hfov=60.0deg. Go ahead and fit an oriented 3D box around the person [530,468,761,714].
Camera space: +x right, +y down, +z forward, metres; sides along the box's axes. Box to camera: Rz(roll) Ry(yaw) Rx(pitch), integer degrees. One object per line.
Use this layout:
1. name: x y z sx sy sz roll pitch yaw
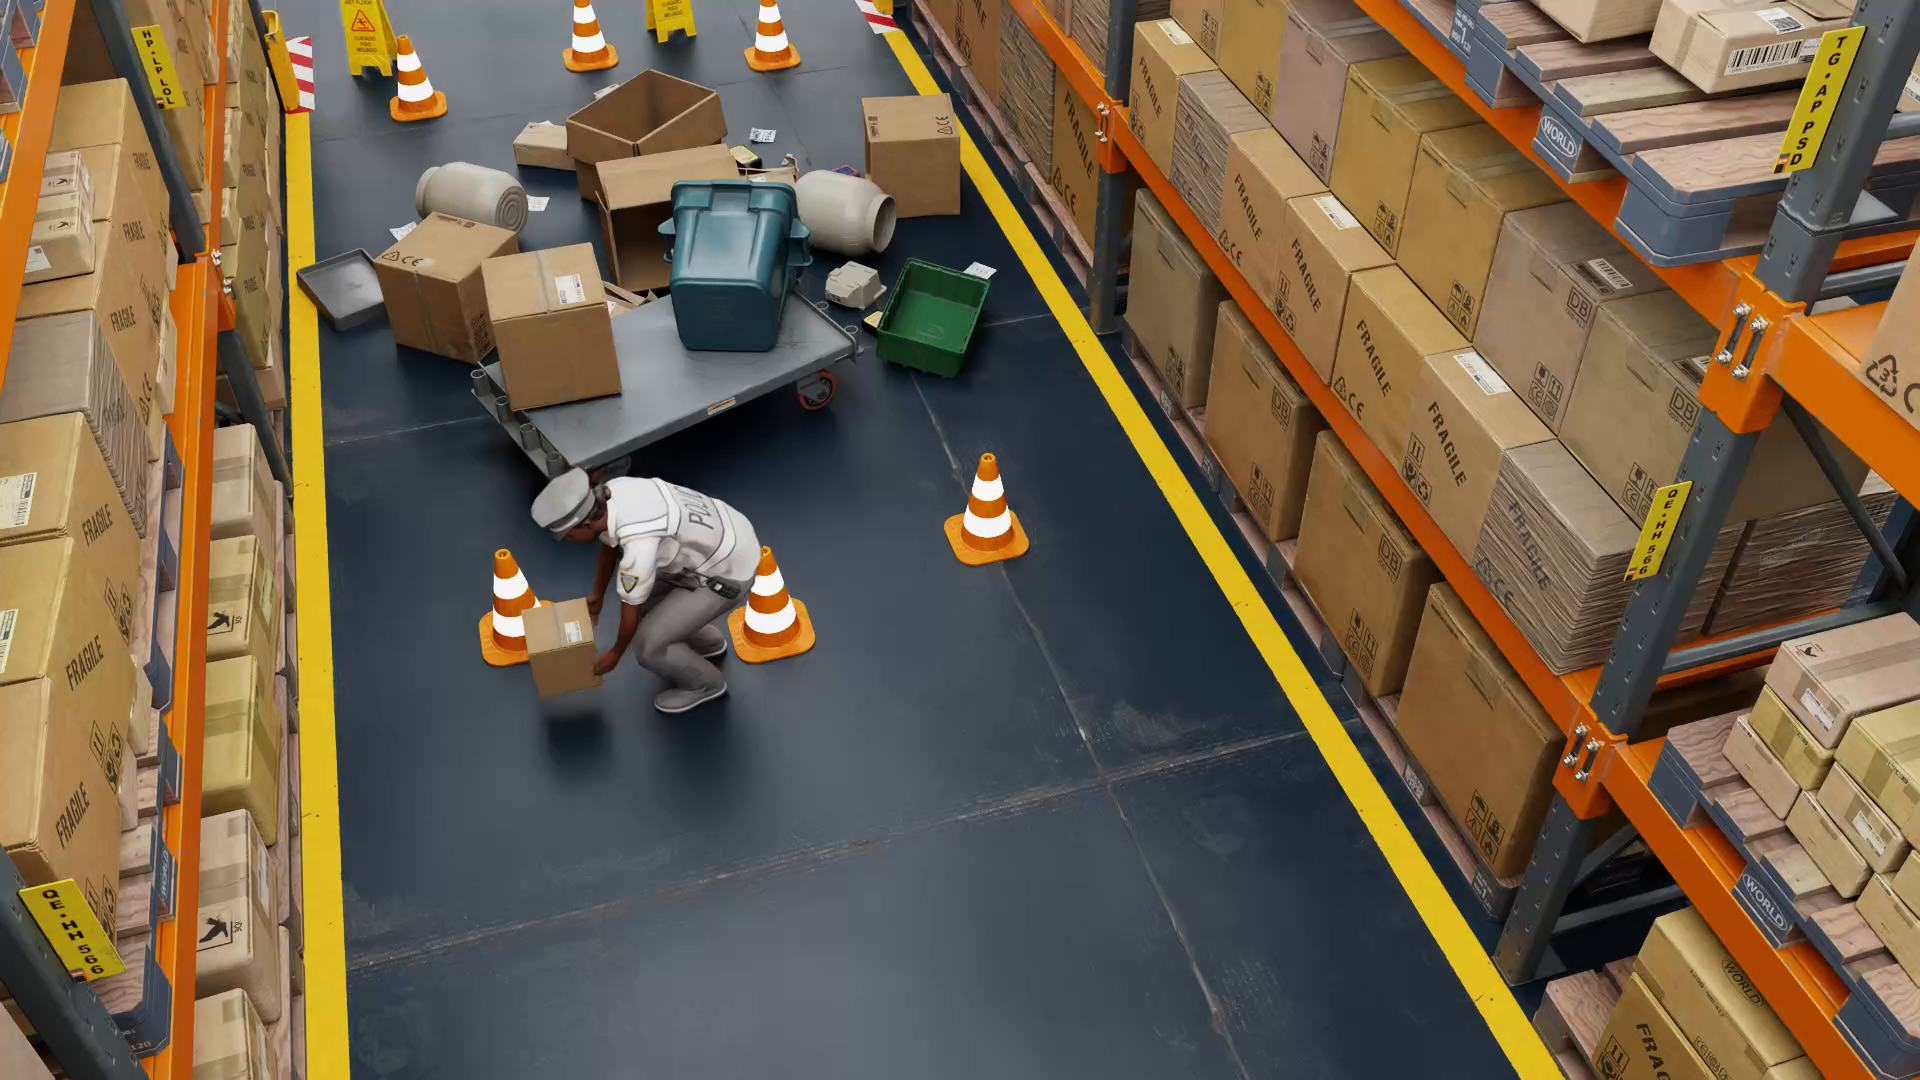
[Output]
1. person: -1.152 0.168 6.347 0.804 1.170 0.499 -12 44 -13
